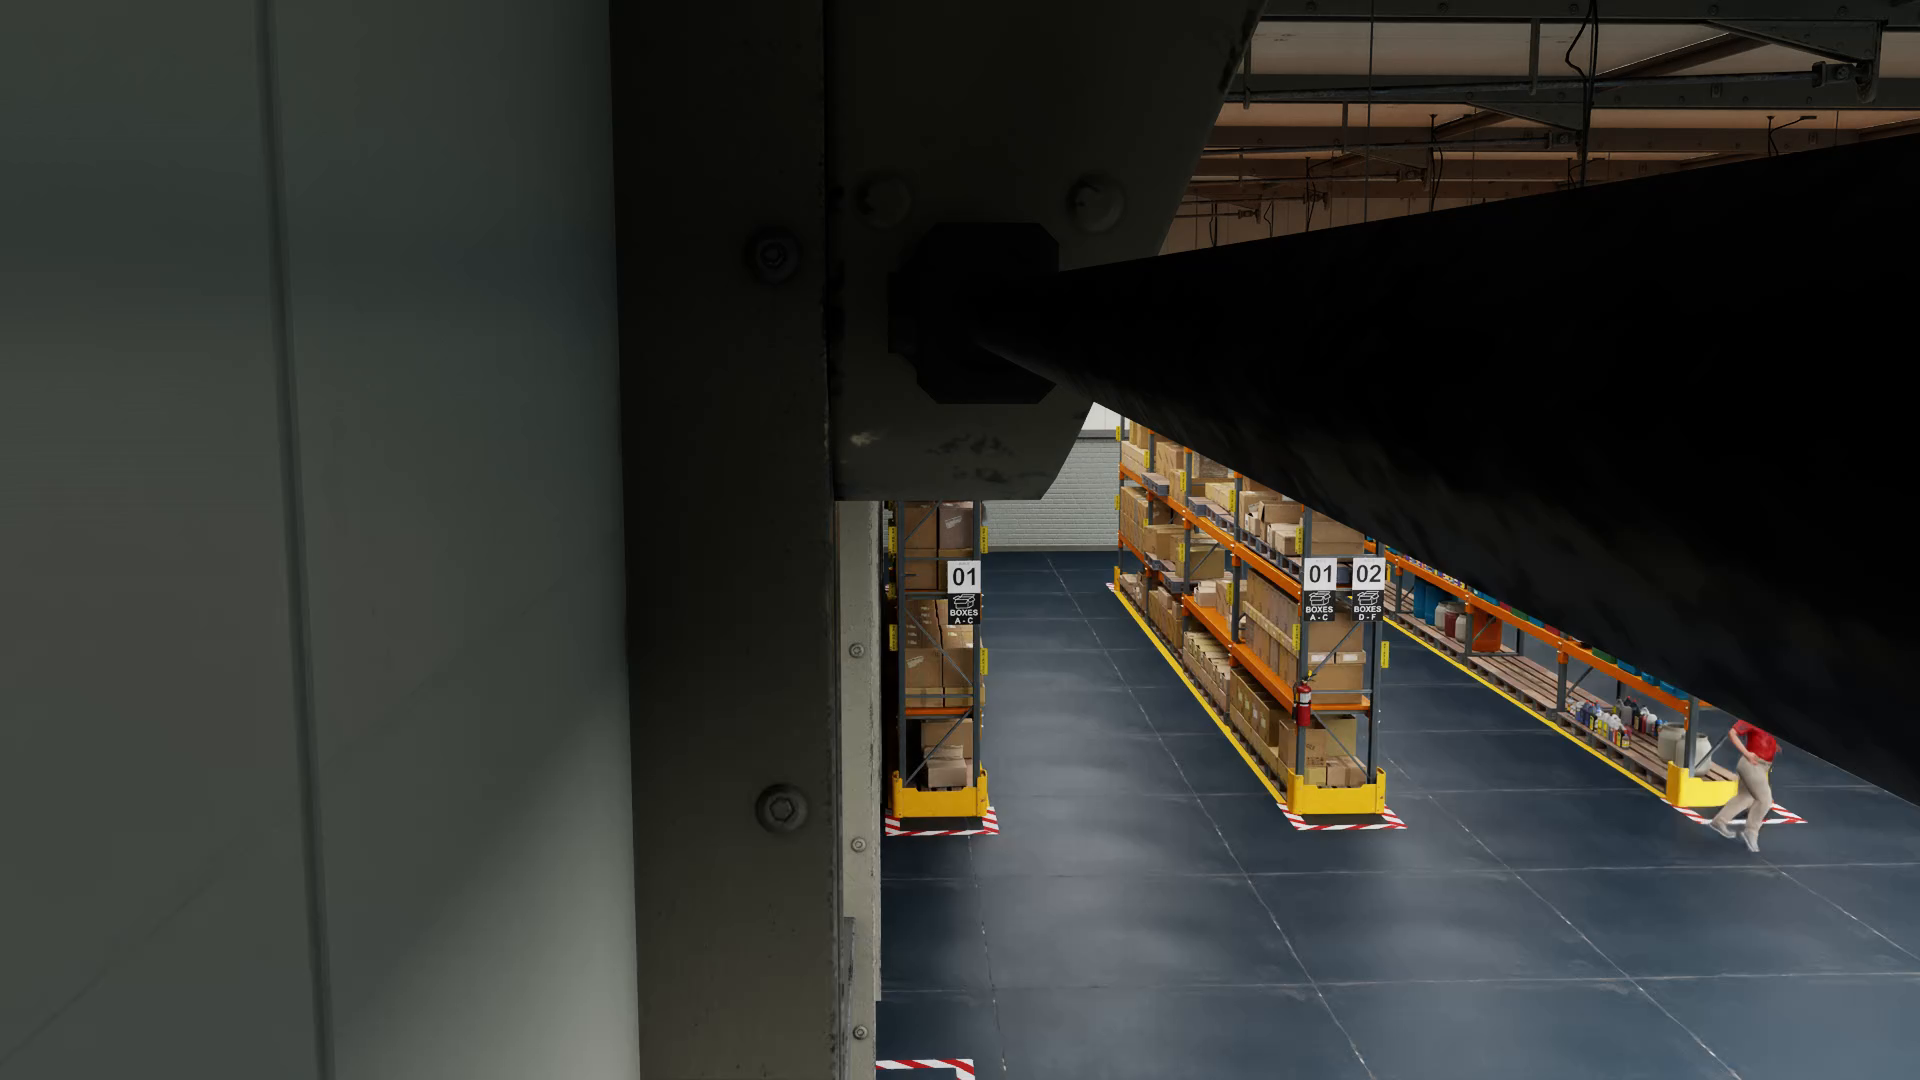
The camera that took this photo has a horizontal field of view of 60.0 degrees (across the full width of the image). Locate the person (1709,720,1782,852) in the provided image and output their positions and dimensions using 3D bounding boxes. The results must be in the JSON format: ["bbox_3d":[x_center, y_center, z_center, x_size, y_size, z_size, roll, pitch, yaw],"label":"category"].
[{"bbox_3d":[9.262,2.725,19.531,0.688,1.779,0.731,7,11,39],"label":"person"}]
